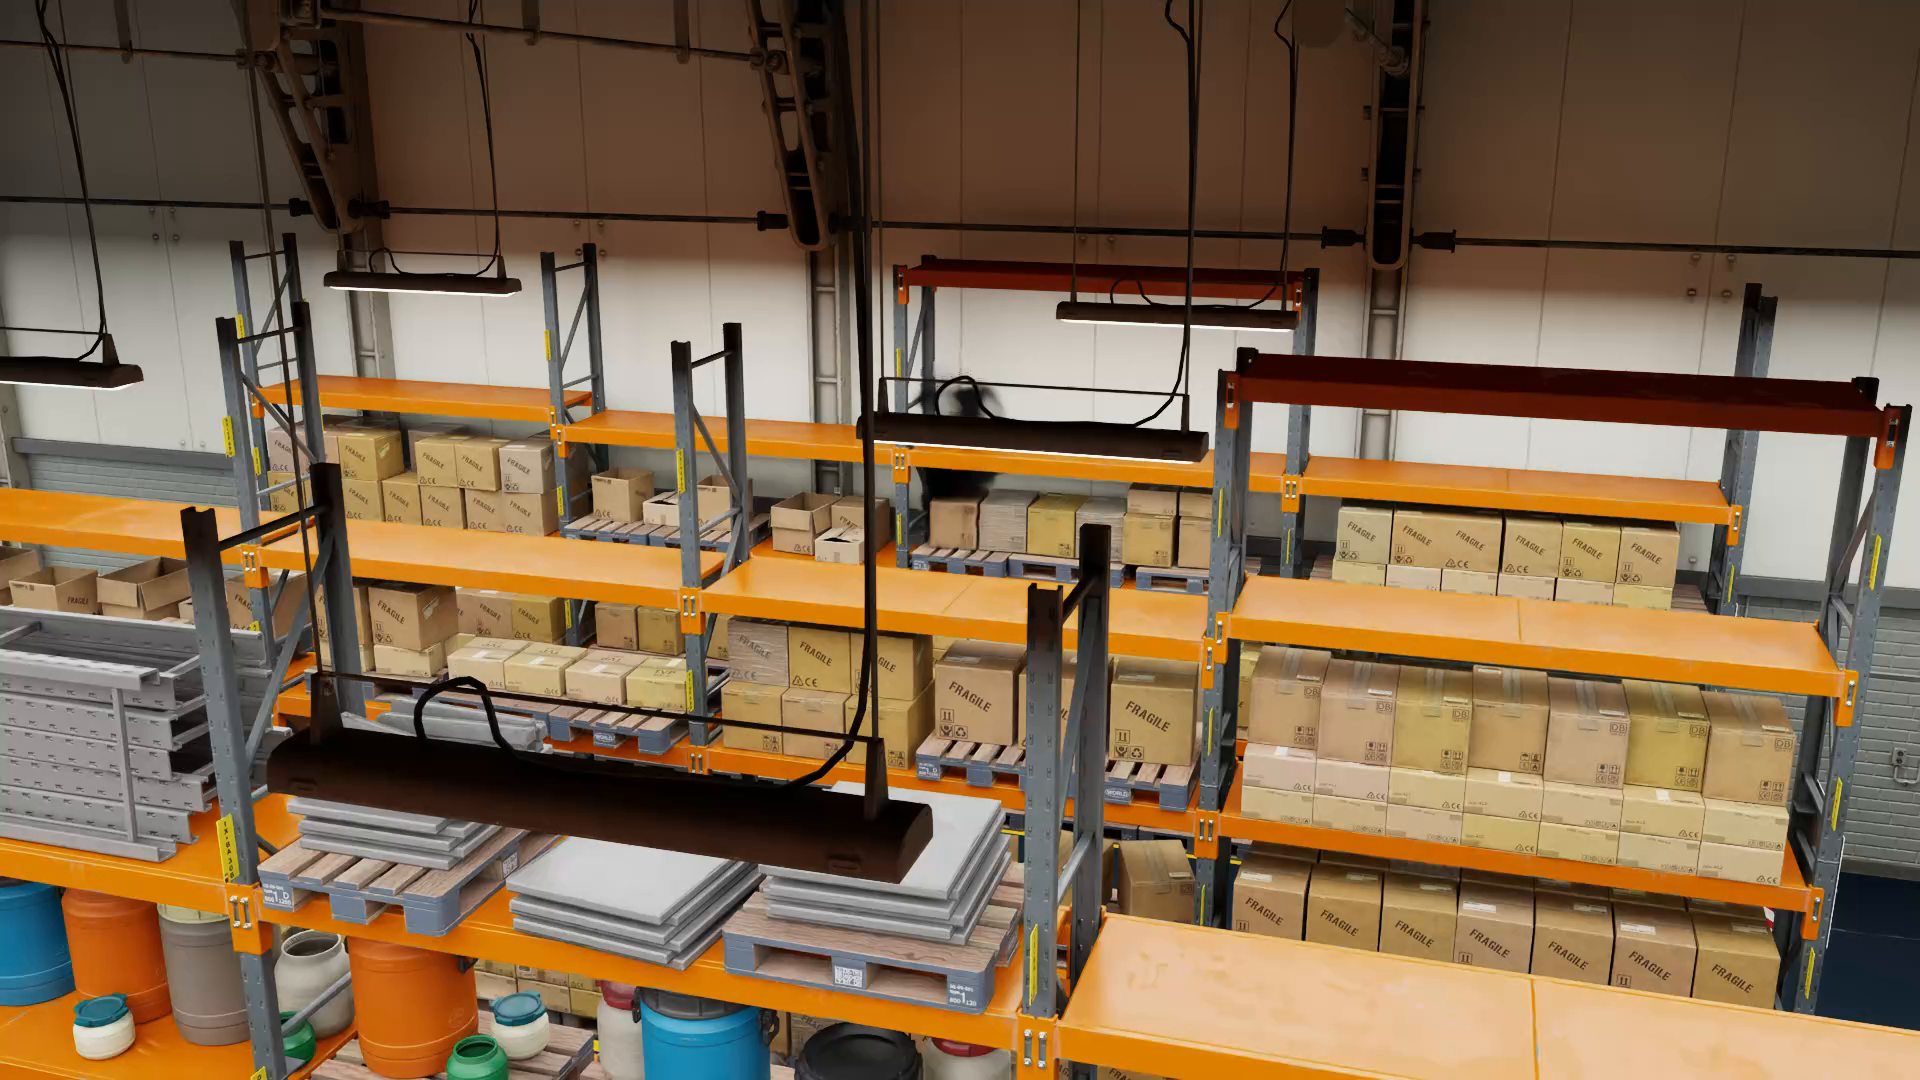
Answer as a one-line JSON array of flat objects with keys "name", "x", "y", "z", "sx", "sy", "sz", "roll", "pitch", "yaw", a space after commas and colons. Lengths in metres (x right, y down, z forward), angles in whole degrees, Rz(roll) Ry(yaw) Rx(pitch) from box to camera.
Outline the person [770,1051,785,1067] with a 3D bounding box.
[{"name": "person", "x": -1.223, "y": 4.191, "z": 11.299, "sx": 0.723, "sy": 1.615, "sz": 0.613, "roll": 2, "pitch": 16, "yaw": 7}]
